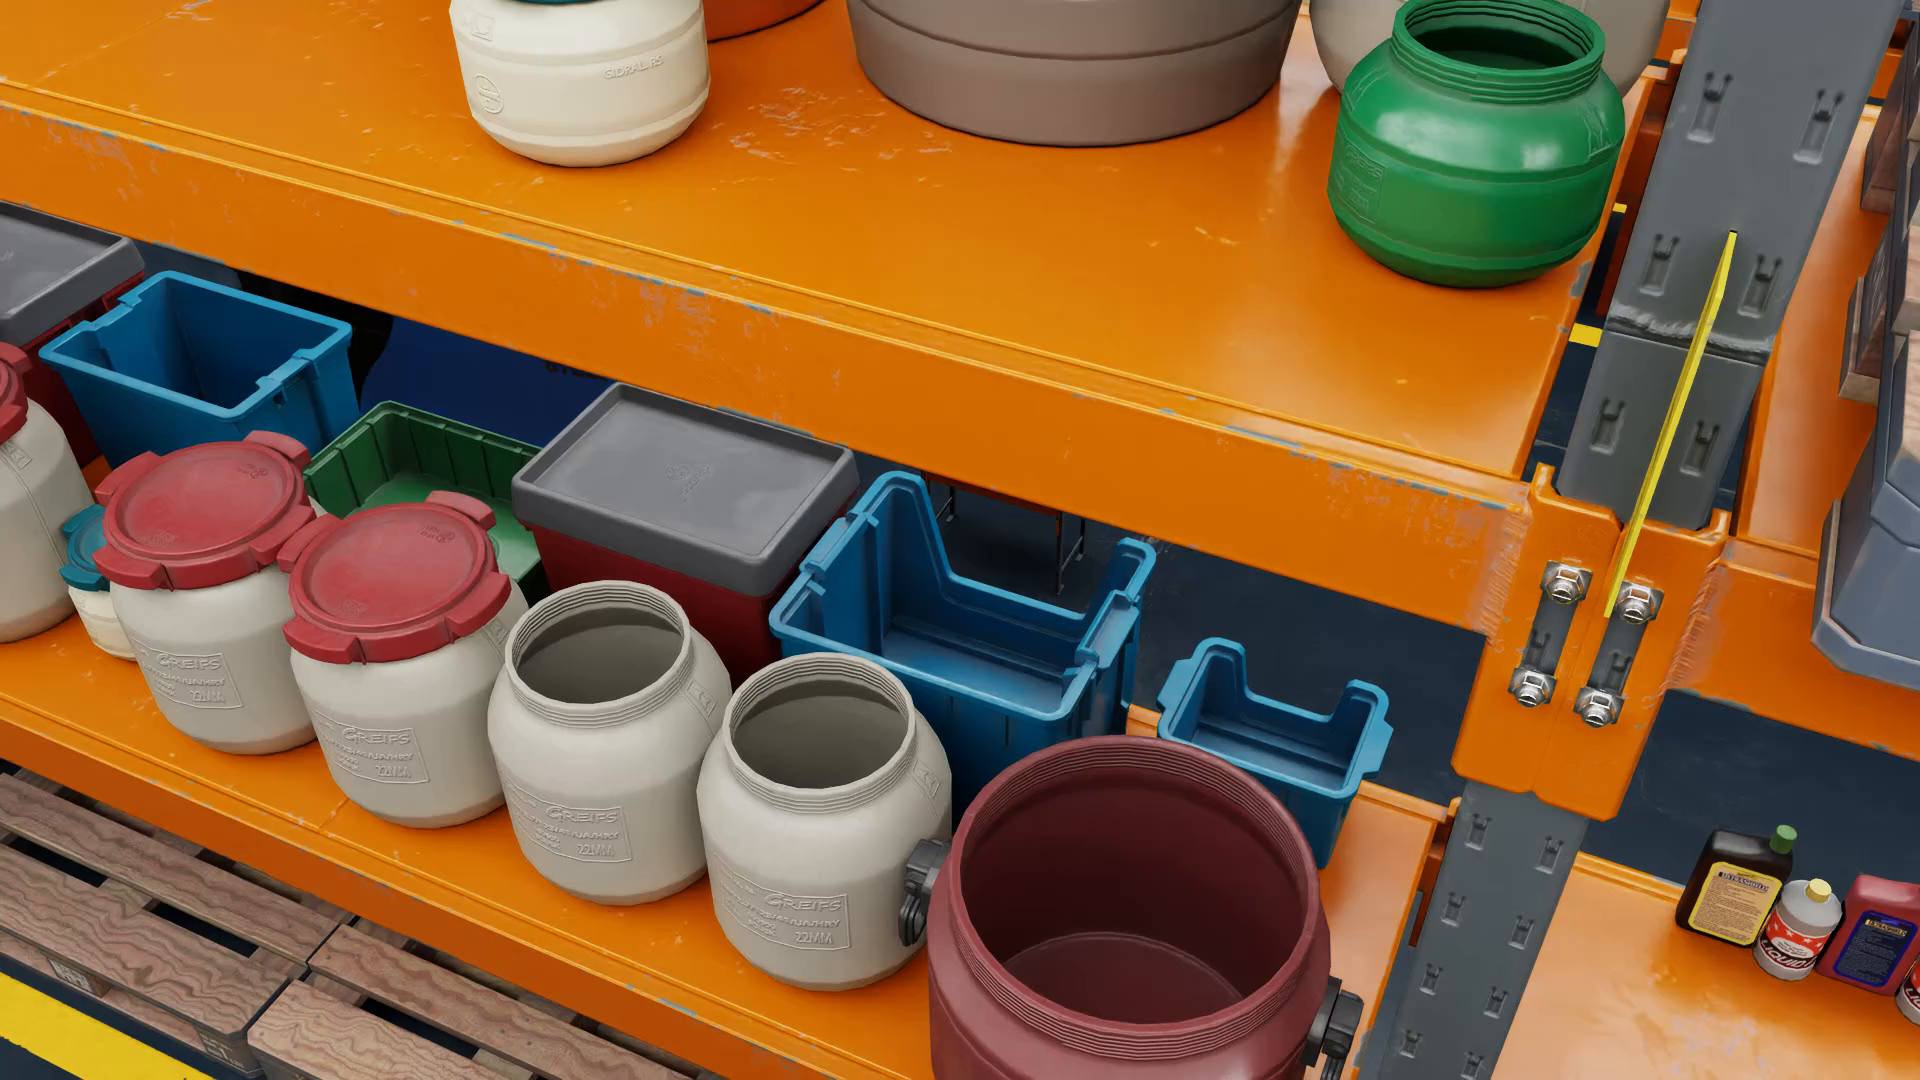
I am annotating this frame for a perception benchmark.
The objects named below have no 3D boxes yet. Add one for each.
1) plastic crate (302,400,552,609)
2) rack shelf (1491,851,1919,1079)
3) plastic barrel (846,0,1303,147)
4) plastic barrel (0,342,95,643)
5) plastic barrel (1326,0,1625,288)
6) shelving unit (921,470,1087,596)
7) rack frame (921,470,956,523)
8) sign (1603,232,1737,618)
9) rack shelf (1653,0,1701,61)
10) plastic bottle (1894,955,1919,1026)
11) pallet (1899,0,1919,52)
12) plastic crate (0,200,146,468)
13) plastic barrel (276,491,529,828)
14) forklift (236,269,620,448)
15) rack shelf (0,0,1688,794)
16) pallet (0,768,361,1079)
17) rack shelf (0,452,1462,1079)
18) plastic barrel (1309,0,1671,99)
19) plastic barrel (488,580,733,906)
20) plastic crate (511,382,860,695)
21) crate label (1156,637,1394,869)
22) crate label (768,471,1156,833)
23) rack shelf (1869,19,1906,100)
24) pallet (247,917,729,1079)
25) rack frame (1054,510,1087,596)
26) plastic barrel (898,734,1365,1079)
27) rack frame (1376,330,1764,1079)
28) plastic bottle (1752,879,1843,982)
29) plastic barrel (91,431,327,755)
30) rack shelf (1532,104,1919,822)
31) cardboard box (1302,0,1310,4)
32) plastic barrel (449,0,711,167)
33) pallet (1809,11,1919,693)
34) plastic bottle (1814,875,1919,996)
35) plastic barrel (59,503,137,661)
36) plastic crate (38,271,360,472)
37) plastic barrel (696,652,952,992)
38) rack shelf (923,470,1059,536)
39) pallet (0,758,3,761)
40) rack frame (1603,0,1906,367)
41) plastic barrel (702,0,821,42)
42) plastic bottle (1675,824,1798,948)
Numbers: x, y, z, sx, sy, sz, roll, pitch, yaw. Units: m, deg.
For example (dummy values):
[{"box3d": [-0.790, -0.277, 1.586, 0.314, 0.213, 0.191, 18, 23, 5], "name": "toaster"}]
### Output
[{"box3d": [-1.129, -0.032, 3.658, 0.662, 0.188, 0.450, 17, 44, 19], "name": "plastic crate"}, {"box3d": [2.611, 1.507, 2.271, 4.000, 0.370, 1.077, 17, 44, 19], "name": "rack shelf"}, {"box3d": [0.146, -0.998, 1.938, 0.600, 0.901, 0.600, 0, 41, 0], "name": "plastic barrel"}, {"box3d": [-2.052, -0.083, 3.452, 0.433, 0.535, 0.433, 0, 41, 0], "name": "plastic barrel"}, {"box3d": [0.553, -0.432, 1.786, 0.294, 0.245, 0.294, 0, 41, 0], "name": "plastic barrel"}, {"box3d": [0.150, -0.408, 5.304, 0.503, 1.200, 0.258, 17, 44, 19], "name": "shelving unit"}, {"box3d": [-0.071, -0.475, 5.382, 0.015, 1.200, 0.240, 17, 44, 19], "name": "rack frame"}, {"box3d": [0.572, -0.084, 1.347, 0.005, 0.325, 0.100, 17, 44, 19], "name": "sign"}, {"box3d": [1.084, -2.540, 6.940, 4.000, 0.370, 1.077, 17, 44, 19], "name": "rack shelf"}, {"box3d": [1.651, 0.722, 2.779, 0.097, 0.201, 0.097, 0, 41, 0], "name": "plastic bottle"}, {"box3d": [3.540, -2.039, 5.959, 1.003, 0.211, 1.213, 17, 44, 19], "name": "pallet"}, {"box3d": [-2.258, -0.498, 3.986, 0.583, 0.464, 0.402, 17, 44, 19], "name": "plastic crate"}, {"box3d": [-0.995, 0.240, 3.079, 0.433, 0.535, 0.433, 0, 41, 0], "name": "plastic barrel"}, {"box3d": [-2.235, -1.471, 5.209, 3.031, 2.935, 1.130, 10, 42, 12], "name": "forklift"}, {"box3d": [-1.014, -0.734, 2.566, 4.000, 0.370, 1.077, 17, 44, 19], "name": "rack shelf"}, {"box3d": [-2.098, 0.821, 4.641, 1.213, 0.211, 1.003, 17, 44, 19], "name": "pallet"}, {"box3d": [-1.014, 0.399, 3.549, 4.000, 0.370, 1.077, 17, 44, 19], "name": "rack shelf"}, {"box3d": [0.646, -0.763, 1.964, 0.421, 0.512, 0.421, 0, 41, 0], "name": "plastic barrel"}, {"box3d": [-0.606, 0.364, 2.954, 0.421, 0.512, 0.421, 0, 41, 0], "name": "plastic barrel"}, {"box3d": [-0.537, 0.028, 3.379, 0.583, 0.464, 0.402, 17, 44, 19], "name": "plastic crate"}, {"box3d": [0.575, 0.405, 3.120, 0.416, 0.233, 0.303, 17, 44, 19], "name": "crate label"}, {"box3d": [0.012, 0.232, 3.165, 0.616, 0.435, 0.502, 17, 44, 19], "name": "crate label"}, {"box3d": [4.709, -1.432, 5.662, 4.000, 0.370, 1.077, 17, 44, 19], "name": "rack shelf"}, {"box3d": [-0.989, 1.158, 4.252, 1.213, 0.211, 1.003, 17, 44, 19], "name": "pallet"}, {"box3d": [0.371, -0.340, 5.226, 0.015, 1.200, 0.240, 17, 44, 19], "name": "rack frame"}, {"box3d": [0.250, 0.681, 2.570, 0.708, 0.536, 0.600, 17, 44, 19], "name": "plastic barrel"}, {"box3d": [0.798, 0.681, 2.674, 0.127, 3.000, 1.000, 17, 44, 19], "name": "rack frame"}, {"box3d": [1.442, 0.658, 2.853, 0.097, 0.201, 0.097, 0, 41, 0], "name": "plastic bottle"}, {"box3d": [-1.387, 0.120, 3.217, 0.433, 0.535, 0.433, 0, 41, 0], "name": "plastic barrel"}, {"box3d": [2.611, 0.373, 1.288, 4.000, 0.370, 1.077, 17, 44, 19], "name": "rack shelf"}, {"box3d": [1.605, -2.192, 7.339, 0.500, 0.311, 0.500, 16, 43, 17], "name": "cardboard box"}, {"box3d": [-0.453, -0.614, 1.983, 0.301, 0.262, 0.301, 0, 41, 0], "name": "plastic barrel"}, {"box3d": [1.450, -0.111, 1.442, 1.213, 0.211, 1.003, 17, 44, 19], "name": "pallet"}, {"box3d": [1.554, 0.648, 2.802, 0.133, 0.283, 0.061, 17, 44, 19], "name": "plastic bottle"}, {"box3d": [-1.692, 0.083, 3.469, 0.301, 0.262, 0.301, 0, 41, 0], "name": "plastic barrel"}, {"box3d": [-1.695, -0.300, 3.818, 0.575, 0.384, 0.392, 17, 44, 19], "name": "plastic crate"}, {"box3d": [-0.224, 0.481, 2.820, 0.421, 0.512, 0.421, 0, 41, 0], "name": "plastic barrel"}, {"box3d": [0.150, -0.207, 5.478, 0.480, 0.148, 0.258, 17, 44, 19], "name": "rack shelf"}, {"box3d": [-3.418, 0.416, 5.109, 1.213, 0.211, 1.003, 17, 44, 19], "name": "pallet"}, {"box3d": [0.798, -1.586, 0.709, 0.127, 3.000, 1.000, 17, 44, 19], "name": "rack frame"}, {"box3d": [-0.447, -1.152, 2.171, 0.708, 0.830, 0.600, 17, 44, 19], "name": "plastic barrel"}, {"box3d": [1.345, 0.584, 2.875, 0.133, 0.283, 0.061, 17, 44, 19], "name": "plastic bottle"}]
